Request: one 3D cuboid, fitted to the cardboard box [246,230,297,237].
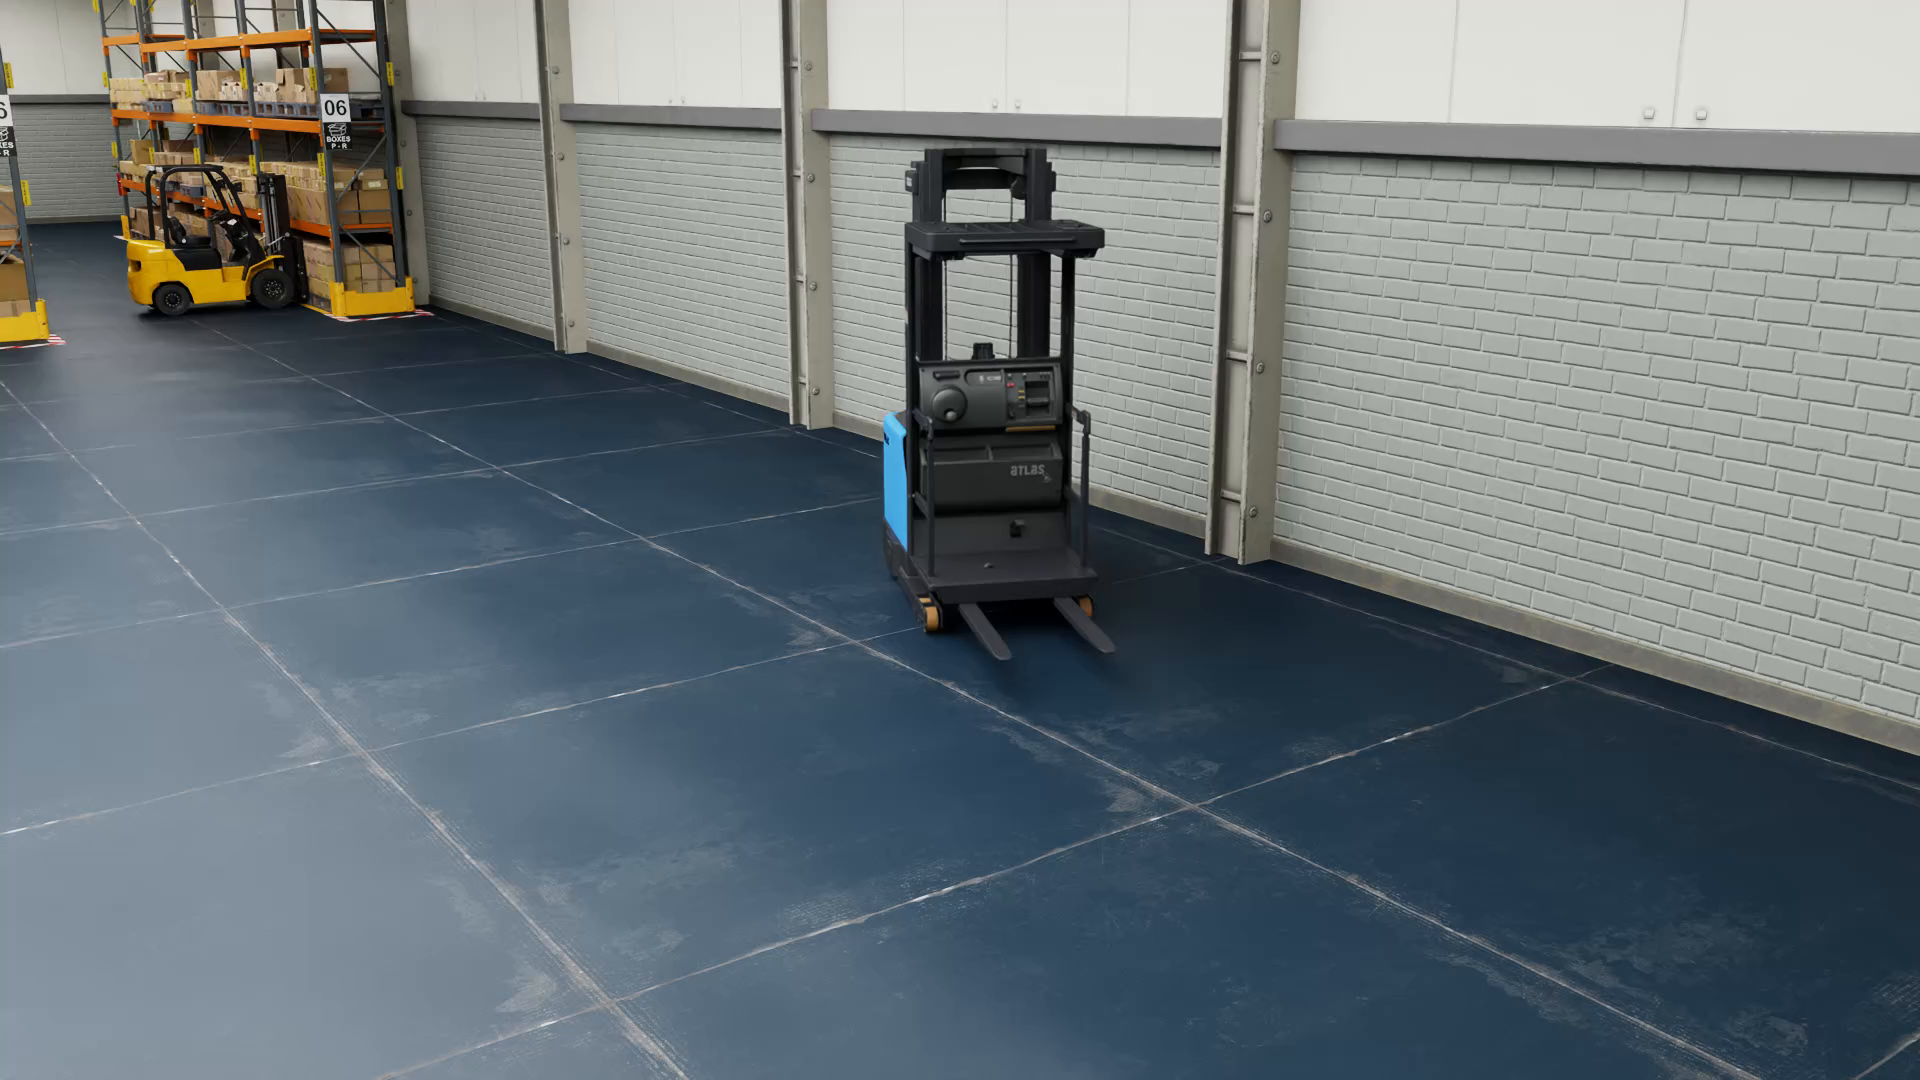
[{"bbox_3d":[-11.986,-5.076,29.143,0.875,0.625,0.625,-11,19,-35],"label":"cardboard box"}]

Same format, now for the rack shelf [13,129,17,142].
[{"bbox_3d":[-14.057,-5.644,23.195,1.077,0.370,4.000,-11,19,-35],"label":"rack shelf"}]

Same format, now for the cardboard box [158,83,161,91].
[{"bbox_3d":[-15.290,-8.774,32.197,0.380,0.149,0.250,-11,19,-34],"label":"cardboard box"}]

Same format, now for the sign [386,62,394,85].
[{"bbox_3d":[-8.416,-6.880,24.542,0.100,0.325,0.005,-11,19,-35],"label":"sign"}]

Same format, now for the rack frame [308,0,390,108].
[{"bbox_3d":[-8.868,-7.782,23.961,1.000,3.000,0.127,-11,19,-35],"label":"rack frame"}]

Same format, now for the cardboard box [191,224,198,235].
[{"bbox_3d":[-14.590,-5.870,32.281,0.500,0.500,0.500,-10,18,-32],"label":"cardboard box"}]

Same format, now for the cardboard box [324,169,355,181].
[{"bbox_3d":[-9.249,-5.436,24.775,0.380,0.149,0.250,-11,19,-34],"label":"cardboard box"}]

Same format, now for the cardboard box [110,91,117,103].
[{"bbox_3d":[-18.236,-9.685,36.320,0.500,0.250,0.500,-11,19,-35],"label":"cardboard box"}]

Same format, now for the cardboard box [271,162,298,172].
[{"bbox_3d":[-11.031,-6.094,27.176,0.380,0.149,0.250,-11,19,-34],"label":"cardboard box"}]

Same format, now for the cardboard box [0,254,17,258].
[{"bbox_3d":[-13.745,-3.794,23.750,0.500,0.500,0.500,-10,18,-33],"label":"cardboard box"}]

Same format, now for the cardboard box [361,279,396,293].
[{"bbox_3d":[-8.999,-3.900,25.555,0.500,0.250,0.500,-11,19,-34],"label":"cardboard box"}]

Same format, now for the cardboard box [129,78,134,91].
[{"bbox_3d":[-17.012,-9.497,34.683,0.500,0.250,0.500,-10,18,-34],"label":"cardboard box"}]

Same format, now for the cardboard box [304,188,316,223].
[{"bbox_3d":[-9.667,-5.113,25.385,0.500,0.500,0.500,-10,18,-33],"label":"cardboard box"}]

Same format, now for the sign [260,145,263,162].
[{"bbox_3d":[-13.125,-7.242,31.159,0.100,0.325,0.005,-11,19,-35],"label":"sign"}]

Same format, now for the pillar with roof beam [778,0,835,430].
[{"bbox_3d":[-4.975,-4.840,13.212,9.100,9.000,0.400,-11,19,-35],"label":"pillar with roof beam"}]

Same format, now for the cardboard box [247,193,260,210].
[{"bbox_3d":[-11.728,-5.737,28.139,0.500,0.250,0.500,-10,18,-33],"label":"cardboard box"}]

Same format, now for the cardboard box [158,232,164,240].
[{"bbox_3d":[-16.489,-6.351,34.705,0.380,0.149,0.250,-12,19,-36],"label":"cardboard box"}]

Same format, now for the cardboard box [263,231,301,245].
[{"bbox_3d":[-11.189,-4.949,27.494,0.500,0.250,0.500,-11,19,-35],"label":"cardboard box"}]

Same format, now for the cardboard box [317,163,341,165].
[{"bbox_3d":[-10.061,-5.947,26.641,0.380,0.149,0.250,-11,19,-35],"label":"cardboard box"}]

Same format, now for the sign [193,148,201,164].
[{"bbox_3d":[-14.005,-7.030,30.537,0.100,0.325,0.005,-11,19,-35],"label":"sign"}]

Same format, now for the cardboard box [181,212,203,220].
[{"bbox_3d":[-15.371,-6.486,33.302,0.380,0.149,0.250,-11,19,-35],"label":"cardboard box"}]

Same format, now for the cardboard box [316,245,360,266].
[{"bbox_3d":[-9.391,-4.297,25.111,0.500,0.250,0.500,-10,18,-33],"label":"cardboard box"}]

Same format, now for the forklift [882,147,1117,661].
[{"bbox_3d":[0.245,-0.939,10.453,1.130,2.935,3.031,-3,16,-11],"label":"forklift"}]

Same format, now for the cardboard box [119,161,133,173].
[{"bbox_3d":[-18.227,-8.237,36.710,0.500,0.250,0.500,-11,19,-34],"label":"cardboard box"}]

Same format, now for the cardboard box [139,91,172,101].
[{"bbox_3d":[-16.410,-9.033,33.935,0.500,0.250,0.500,-11,19,-34],"label":"cardboard box"}]

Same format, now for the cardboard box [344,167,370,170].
[{"bbox_3d":[-9.186,-5.613,25.420,0.380,0.149,0.250,-10,18,-33],"label":"cardboard box"}]

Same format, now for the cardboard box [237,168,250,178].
[{"bbox_3d":[-12.130,-6.290,28.458,0.380,0.149,0.250,-12,19,-36],"label":"cardboard box"}]

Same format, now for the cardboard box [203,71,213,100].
[{"bbox_3d":[-12.966,-8.057,29.477,0.700,0.500,0.500,-11,19,-36],"label":"cardboard box"}]

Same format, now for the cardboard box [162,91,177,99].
[{"bbox_3d":[-15.145,-8.577,32.041,0.380,0.149,0.250,-10,18,-33],"label":"cardboard box"}]

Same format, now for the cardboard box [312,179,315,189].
[{"bbox_3d":[-9.576,-5.395,25.186,0.380,0.149,0.250,-10,18,-34],"label":"cardboard box"}]

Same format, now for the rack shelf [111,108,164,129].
[{"bbox_3d":[-17.100,-8.977,35.375,1.077,0.370,4.000,-11,19,-35],"label":"rack shelf"}]

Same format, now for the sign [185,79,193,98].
[{"bbox_3d":[-14.012,-8.209,30.225,0.100,0.325,0.005,-11,19,-35],"label":"sign"}]

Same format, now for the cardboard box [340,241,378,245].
[{"bbox_3d":[-9.294,-4.485,25.799,0.500,0.250,0.500,-11,19,-34],"label":"cardboard box"}]

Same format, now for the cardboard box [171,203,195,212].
[{"bbox_3d":[-15.737,-6.738,33.659,0.380,0.149,0.250,-12,19,-37],"label":"cardboard box"}]

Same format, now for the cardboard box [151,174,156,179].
[{"bbox_3d":[-16.421,-7.593,34.355,0.500,0.250,0.500,-10,18,-33],"label":"cardboard box"}]

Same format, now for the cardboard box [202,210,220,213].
[{"bbox_3d":[-15.165,-6.620,33.794,0.380,0.149,0.250,-11,19,-34],"label":"cardboard box"}]

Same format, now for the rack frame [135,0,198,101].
[{"bbox_3d":[-15.924,-10.344,33.324,1.000,3.000,0.127,-11,19,-35],"label":"rack frame"}]

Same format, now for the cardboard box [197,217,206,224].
[{"bbox_3d":[-14.490,-6.152,32.083,0.380,0.149,0.250,-10,18,-33],"label":"cardboard box"}]

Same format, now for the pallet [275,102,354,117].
[{"bbox_3d":[-9.984,-6.708,25.888,1.003,0.211,1.213,-11,19,-35],"label":"pallet"}]

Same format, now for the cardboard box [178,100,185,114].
[{"bbox_3d":[-14.366,-8.150,31.273,0.500,0.250,0.500,-11,19,-34],"label":"cardboard box"}]

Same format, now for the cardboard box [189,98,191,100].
[{"bbox_3d":[-14.112,-8.260,30.920,0.380,0.149,0.250,-11,19,-36],"label":"cardboard box"}]

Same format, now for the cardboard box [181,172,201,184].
[{"bbox_3d":[-14.454,-6.902,31.599,0.500,0.250,0.500,-12,19,-37],"label":"cardboard box"}]

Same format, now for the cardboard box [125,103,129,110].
[{"bbox_3d":[-17.454,-9.184,35.242,0.380,0.149,0.250,-11,19,-34],"label":"cardboard box"}]

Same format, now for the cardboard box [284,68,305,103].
[{"bbox_3d":[-9.847,-6.925,25.339,0.700,0.500,0.500,-11,19,-34],"label":"cardboard box"}]

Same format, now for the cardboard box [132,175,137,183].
[{"bbox_3d":[-17.587,-7.788,35.824,0.380,0.149,0.250,-12,19,-36],"label":"cardboard box"}]

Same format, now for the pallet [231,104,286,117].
[{"bbox_3d":[-11.749,-7.283,28.184,0.805,0.209,1.217,-12,19,-37],"label":"pallet"}]

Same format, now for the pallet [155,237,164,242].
[{"bbox_3d":[-16.327,-6.252,35.020,1.003,0.211,1.213,-11,19,-35],"label":"pallet"}]

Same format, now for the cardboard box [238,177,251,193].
[{"bbox_3d":[-12.024,-6.085,28.463,0.500,0.250,0.500,-11,19,-36],"label":"cardboard box"}]

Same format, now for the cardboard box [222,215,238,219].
[{"bbox_3d":[-14.250,-6.288,32.580,0.380,0.149,0.250,-11,19,-36],"label":"cardboard box"}]

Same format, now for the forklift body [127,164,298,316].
[{"bbox_3d":[-11.459,-4.600,25.310,2.313,2.155,1.214,-11,19,-35],"label":"forklift body"}]

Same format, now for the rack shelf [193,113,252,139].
[{"bbox_3d":[-12.396,-7.269,29.134,1.077,0.370,4.000,-11,19,-35],"label":"rack shelf"}]

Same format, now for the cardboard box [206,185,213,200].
[{"bbox_3d":[-13.509,-6.391,30.530,0.500,0.250,0.500,-11,19,-34],"label":"cardboard box"}]
